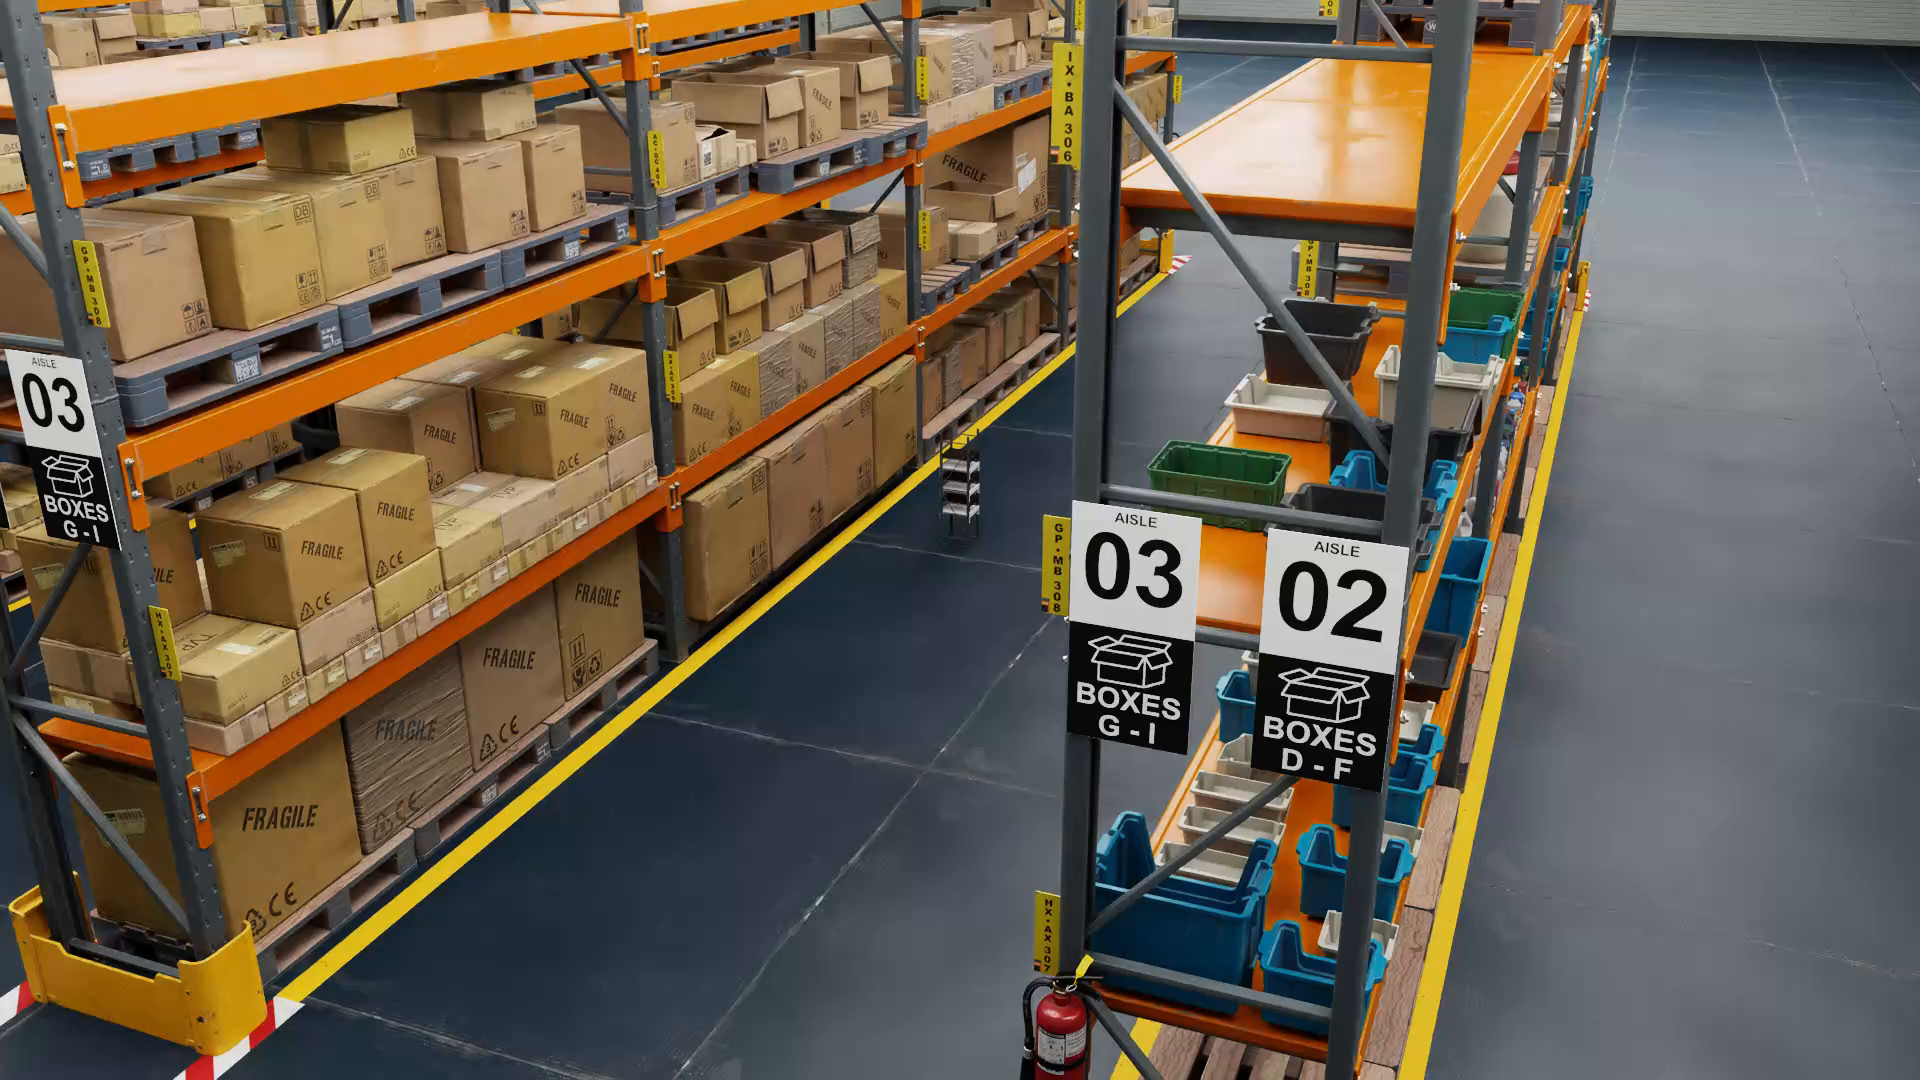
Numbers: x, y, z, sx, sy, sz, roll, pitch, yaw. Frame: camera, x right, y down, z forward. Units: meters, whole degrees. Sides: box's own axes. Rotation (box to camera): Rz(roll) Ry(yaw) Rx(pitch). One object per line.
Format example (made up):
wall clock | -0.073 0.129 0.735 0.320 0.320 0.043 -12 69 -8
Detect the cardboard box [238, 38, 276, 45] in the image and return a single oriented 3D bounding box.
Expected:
cardboard box | -5.744 -3.967 13.563 0.396 0.266 0.258 9 24 20

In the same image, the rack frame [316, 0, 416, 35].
rack frame | -5.376 -5.597 14.696 1.000 3.000 0.127 9 24 20

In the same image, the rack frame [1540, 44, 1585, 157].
rack frame | 3.790 -4.141 11.212 1.000 3.000 0.127 9 24 20

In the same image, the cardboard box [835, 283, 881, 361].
cardboard box | -0.952 -1.739 13.113 0.500 0.500 0.500 9 24 20

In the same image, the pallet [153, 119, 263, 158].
pallet | -6.151 -3.272 13.265 1.213 0.211 1.003 9 24 20

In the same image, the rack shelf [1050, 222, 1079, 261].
rack shelf | 1.420 -3.897 19.344 1.077 0.370 4.000 9 24 20

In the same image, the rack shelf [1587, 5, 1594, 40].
rack shelf | 4.533 -4.340 13.141 1.077 0.370 4.000 9 24 20

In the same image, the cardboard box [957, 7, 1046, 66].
cardboard box | 0.411 -4.985 16.445 0.797 0.503 0.637 8 24 17

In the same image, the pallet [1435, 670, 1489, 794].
pallet | 2.630 1.075 10.125 1.003 0.211 1.213 9 24 20

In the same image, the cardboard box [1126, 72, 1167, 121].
cardboard box | 2.188 -5.358 20.094 0.500 0.500 0.500 9 24 20

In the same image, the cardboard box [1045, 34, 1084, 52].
cardboard box | 1.084 -5.085 17.039 0.380 0.149 0.250 8 24 19

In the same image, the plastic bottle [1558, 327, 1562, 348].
plastic bottle | 6.131 -2.104 17.072 0.061 0.283 0.133 10 25 22

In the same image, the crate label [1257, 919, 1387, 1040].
crate label | 1.216 1.498 5.633 0.416 0.233 0.303 9 24 20

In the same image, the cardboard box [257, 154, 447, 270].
cardboard box | -3.059 -1.674 8.392 0.700 0.500 0.500 10 25 22

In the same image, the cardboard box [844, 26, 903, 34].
cardboard box | -0.683 -4.135 14.309 0.500 0.500 0.500 9 24 20

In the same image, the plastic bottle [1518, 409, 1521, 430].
plastic bottle | 3.782 -0.850 11.373 0.097 0.201 0.097 0 23 0

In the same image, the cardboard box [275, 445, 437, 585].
cardboard box | -2.978 -0.132 8.232 0.500 0.500 0.500 8 24 19

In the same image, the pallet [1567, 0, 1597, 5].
pallet | 3.494 -3.616 10.718 1.213 0.211 1.003 9 24 20

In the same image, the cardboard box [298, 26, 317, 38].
cardboard box | -8.176 -6.278 20.544 0.380 0.149 0.250 8 24 19

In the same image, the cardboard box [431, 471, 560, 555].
cardboard box | -2.594 -0.155 9.260 0.500 0.250 0.500 9 24 21

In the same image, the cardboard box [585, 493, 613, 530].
cardboard box | -2.294 -0.195 9.873 0.380 0.149 0.250 8 24 19

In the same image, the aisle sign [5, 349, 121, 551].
aisle sign | -3.528 -0.350 6.546 0.394 0.787 0.004 9 24 20

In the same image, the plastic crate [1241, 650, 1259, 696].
plastic crate | 1.566 0.605 7.707 0.437 0.282 0.530 9 24 20

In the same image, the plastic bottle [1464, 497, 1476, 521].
plastic bottle | 2.966 -0.126 9.544 0.152 0.276 0.135 9 24 20

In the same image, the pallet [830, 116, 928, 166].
pallet | -0.998 -3.141 12.954 1.213 0.211 1.003 10 25 22

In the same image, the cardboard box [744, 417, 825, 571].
cardboard box | -1.744 -0.416 12.288 1.225 0.875 0.875 8 24 18

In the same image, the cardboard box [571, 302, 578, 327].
cardboard box | -4.399 -2.836 18.244 1.050 0.750 0.750 9 24 20

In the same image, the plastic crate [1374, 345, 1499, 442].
plastic crate | 1.929 -0.589 6.752 0.437 0.282 0.530 9 24 20

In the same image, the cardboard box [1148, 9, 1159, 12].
cardboard box | 2.144 -6.223 19.766 0.380 0.149 0.250 8 24 18

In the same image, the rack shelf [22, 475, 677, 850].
rack shelf | -3.037 0.397 9.064 1.077 0.370 4.000 9 24 20

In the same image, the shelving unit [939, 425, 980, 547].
shelving unit | -0.003 -0.412 12.792 0.258 0.900 0.210 9 24 20

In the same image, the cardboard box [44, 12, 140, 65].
cardboard box | -9.469 -5.483 18.181 0.797 0.503 0.637 9 24 20

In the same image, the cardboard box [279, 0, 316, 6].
cardboard box | -8.103 -6.634 20.364 0.380 0.149 0.250 8 24 19

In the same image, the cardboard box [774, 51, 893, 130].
cardboard box | -0.968 -3.479 12.839 0.797 0.503 0.637 10 25 23

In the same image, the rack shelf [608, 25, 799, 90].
rack shelf | -3.147 -6.028 20.553 1.077 0.370 4.000 9 24 20

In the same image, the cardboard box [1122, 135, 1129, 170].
cardboard box | 1.437 -4.389 19.073 0.875 0.500 0.500 9 24 20

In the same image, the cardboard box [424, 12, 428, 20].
cardboard box | -7.307 -7.103 22.520 0.380 0.149 0.250 9 24 20

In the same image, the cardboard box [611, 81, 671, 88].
cardboard box | -3.625 -5.168 19.857 0.875 0.550 0.550 9 24 20

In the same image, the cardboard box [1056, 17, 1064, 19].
cardboard box | 1.282 -5.822 18.804 0.380 0.149 0.250 8 24 19

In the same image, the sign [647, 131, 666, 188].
sign | -1.778 -2.231 9.757 0.100 0.325 0.005 9 24 20

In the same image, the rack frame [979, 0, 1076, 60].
rack frame | 0.678 -6.282 16.336 1.000 3.000 0.127 9 24 20

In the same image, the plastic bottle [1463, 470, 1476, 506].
plastic bottle | 3.033 -0.349 10.076 0.152 0.276 0.135 9 24 20

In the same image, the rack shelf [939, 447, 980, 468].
rack shelf | -0.003 -0.631 12.701 0.258 0.077 0.200 9 24 20

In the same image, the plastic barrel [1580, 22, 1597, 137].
plastic barrel | 4.803 -3.739 13.489 0.600 0.901 0.708 9 24 20

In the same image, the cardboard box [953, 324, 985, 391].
cardboard box | -0.180 -1.779 16.011 0.700 0.500 0.500 11 25 24

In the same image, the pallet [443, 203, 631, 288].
pallet | -2.608 -1.703 9.380 1.003 0.211 1.213 9 24 20

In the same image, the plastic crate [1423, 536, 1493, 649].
plastic crate | 2.448 0.254 8.416 0.392 0.384 0.575 9 24 20

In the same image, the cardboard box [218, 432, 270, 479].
cardboard box | -6.146 -0.853 13.822 0.500 0.500 0.500 10 25 22

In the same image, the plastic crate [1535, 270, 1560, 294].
plastic crate | 4.675 -1.937 13.635 0.402 0.464 0.583 9 24 20

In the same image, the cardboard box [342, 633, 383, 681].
cardboard box | -3.057 0.540 8.115 0.380 0.149 0.250 8 24 19

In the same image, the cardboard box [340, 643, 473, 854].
cardboard box | -3.278 1.001 8.896 0.875 0.875 0.875 9 24 20

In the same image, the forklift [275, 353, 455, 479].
forklift | -3.855 -1.061 11.709 1.130 2.935 3.031 7 24 17

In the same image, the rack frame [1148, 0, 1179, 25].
rack frame | 2.163 -7.713 19.763 1.000 3.000 0.127 9 24 20

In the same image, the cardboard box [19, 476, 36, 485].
cardboard box | -6.752 -0.385 12.385 0.380 0.149 0.250 9 24 22

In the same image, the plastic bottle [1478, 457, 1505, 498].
plastic bottle | 3.260 -0.410 10.223 0.152 0.276 0.135 9 24 20

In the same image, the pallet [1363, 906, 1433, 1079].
pallet | 1.616 2.052 7.786 1.003 0.211 1.213 9 24 20

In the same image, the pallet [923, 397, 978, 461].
pallet | -0.517 -1.075 15.272 1.003 0.211 1.213 9 24 20
